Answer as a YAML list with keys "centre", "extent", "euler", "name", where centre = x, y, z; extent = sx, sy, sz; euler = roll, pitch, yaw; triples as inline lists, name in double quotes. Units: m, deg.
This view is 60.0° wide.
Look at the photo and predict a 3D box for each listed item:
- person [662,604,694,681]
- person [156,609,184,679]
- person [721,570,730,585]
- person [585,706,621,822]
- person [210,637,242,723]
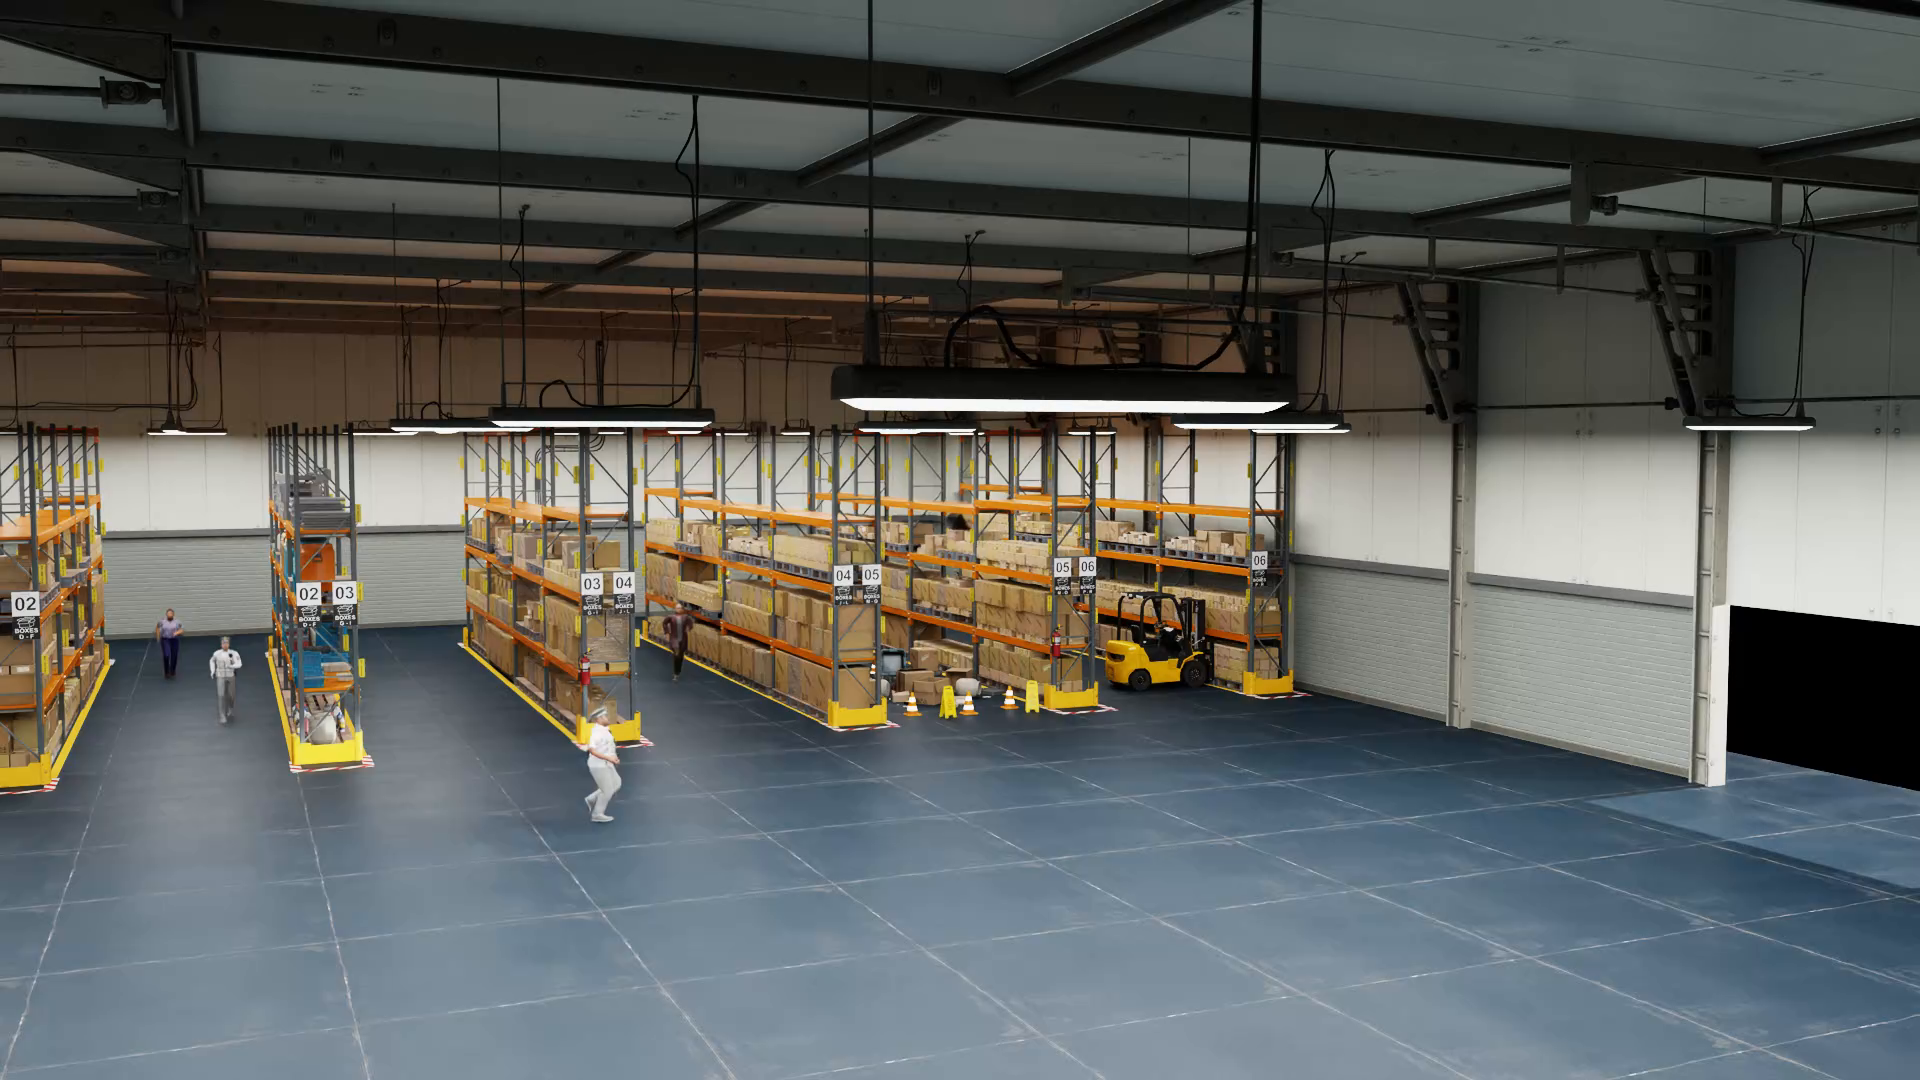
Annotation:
- centre: [-6.682, 2.432, 39.553]
  extent: [0.689, 1.846, 0.848]
  euler: [-1, 4, -23]
  name: "person"
- centre: [-18.864, 2.492, 39.729]
  extent: [0.573, 1.676, 0.783]
  euler: [-2, 4, -32]
  name: "person"
- centre: [-7.104, 1.793, 50.017]
  extent: [0.719, 1.791, 0.701]
  euler: [-1, 4, -21]
  name: "person"
- centre: [-5.326, 3.337, 24.790]
  extent: [0.596, 1.731, 0.640]
  euler: [0, 3, -2]
  name: "person"
- centre: [-14.864, 2.792, 33.670]
  extent: [0.612, 1.692, 0.888]
  euler: [-1, 4, -21]
  name: "person"
